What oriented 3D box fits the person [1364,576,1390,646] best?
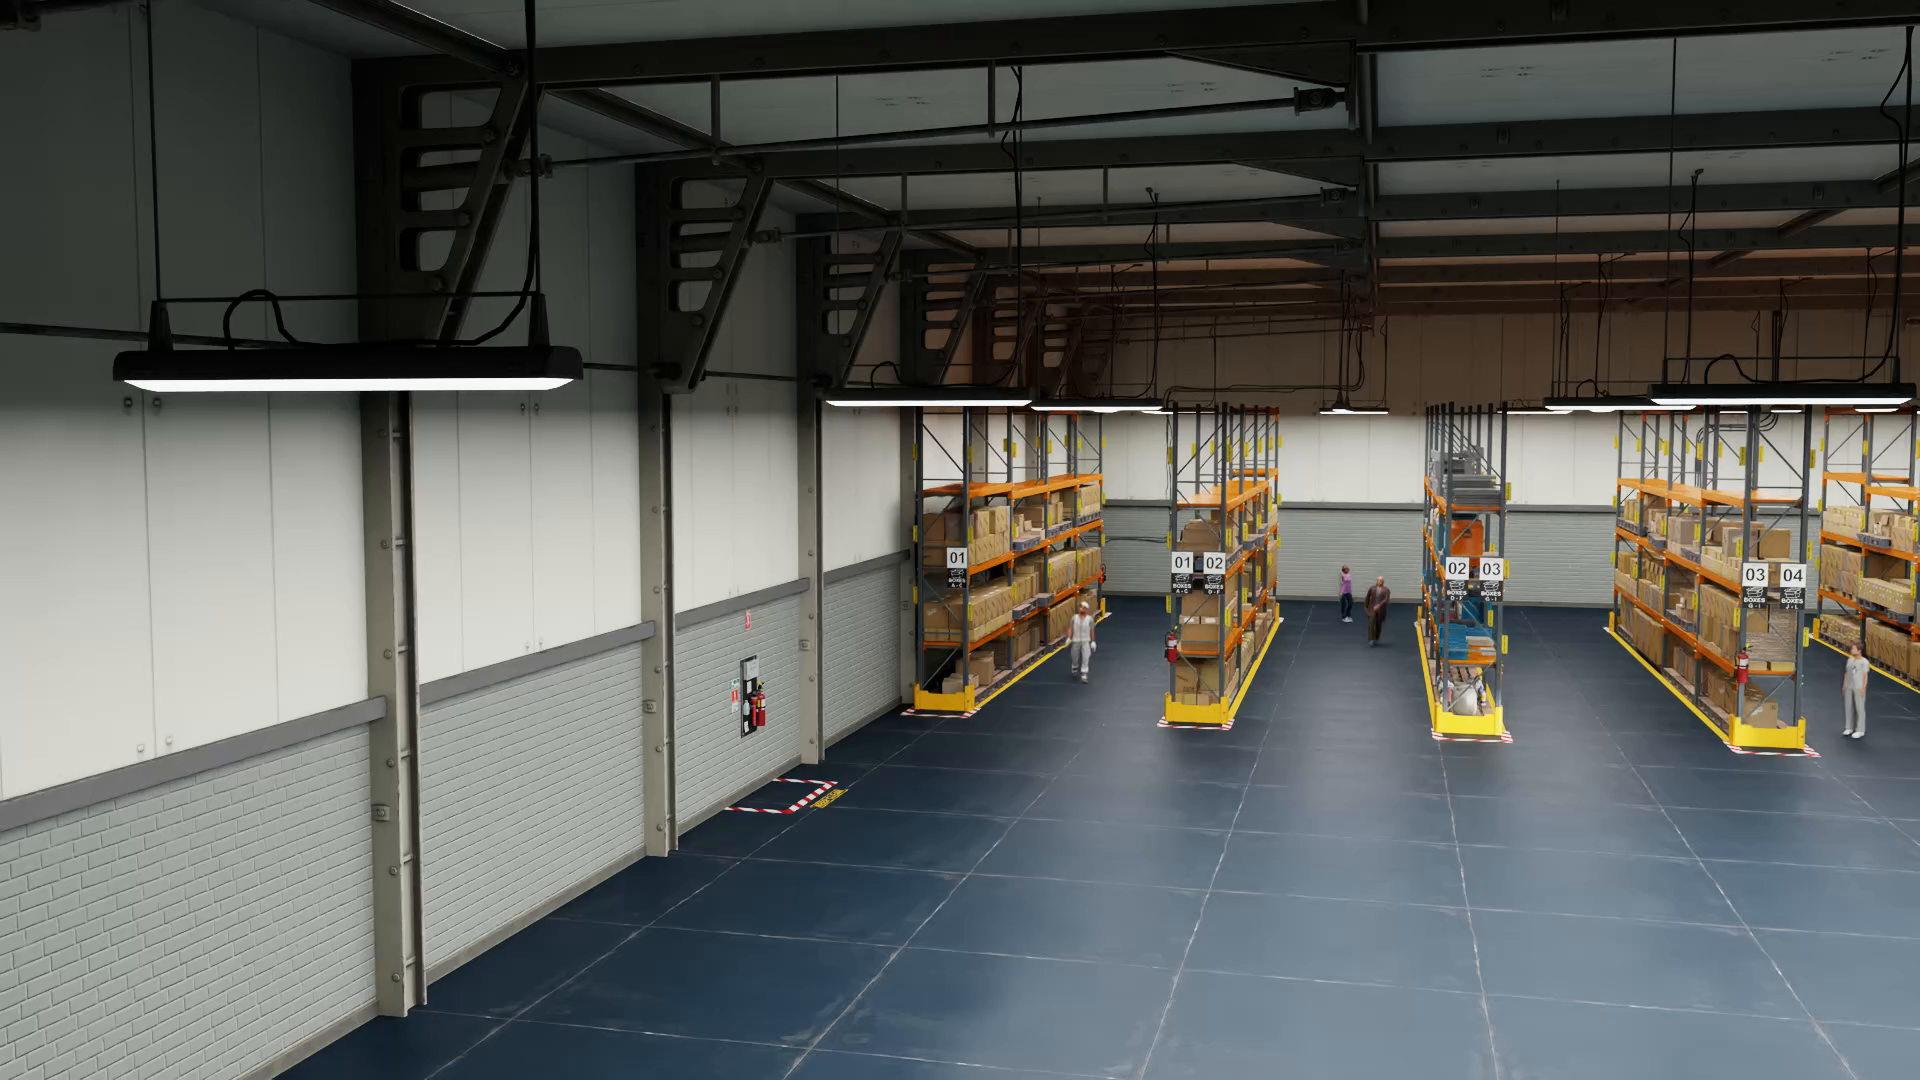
[{"bbox_3d":[10.435,1.761,41.674,0.647,1.728,1.046,1,4,19],"label":"person"}]

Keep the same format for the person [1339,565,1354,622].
[{"bbox_3d":[10.812,1.499,46.564,0.502,1.615,0.341,-2,5,-25],"label":"person"}]

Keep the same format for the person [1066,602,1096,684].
[{"bbox_3d":[2.614,2.210,35.928,0.670,1.740,1.016,0,4,1],"label":"person"}]

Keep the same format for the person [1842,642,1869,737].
[{"bbox_3d":[16.093,2.680,29.894,0.382,1.688,0.453,-3,5,-35],"label":"person"}]
